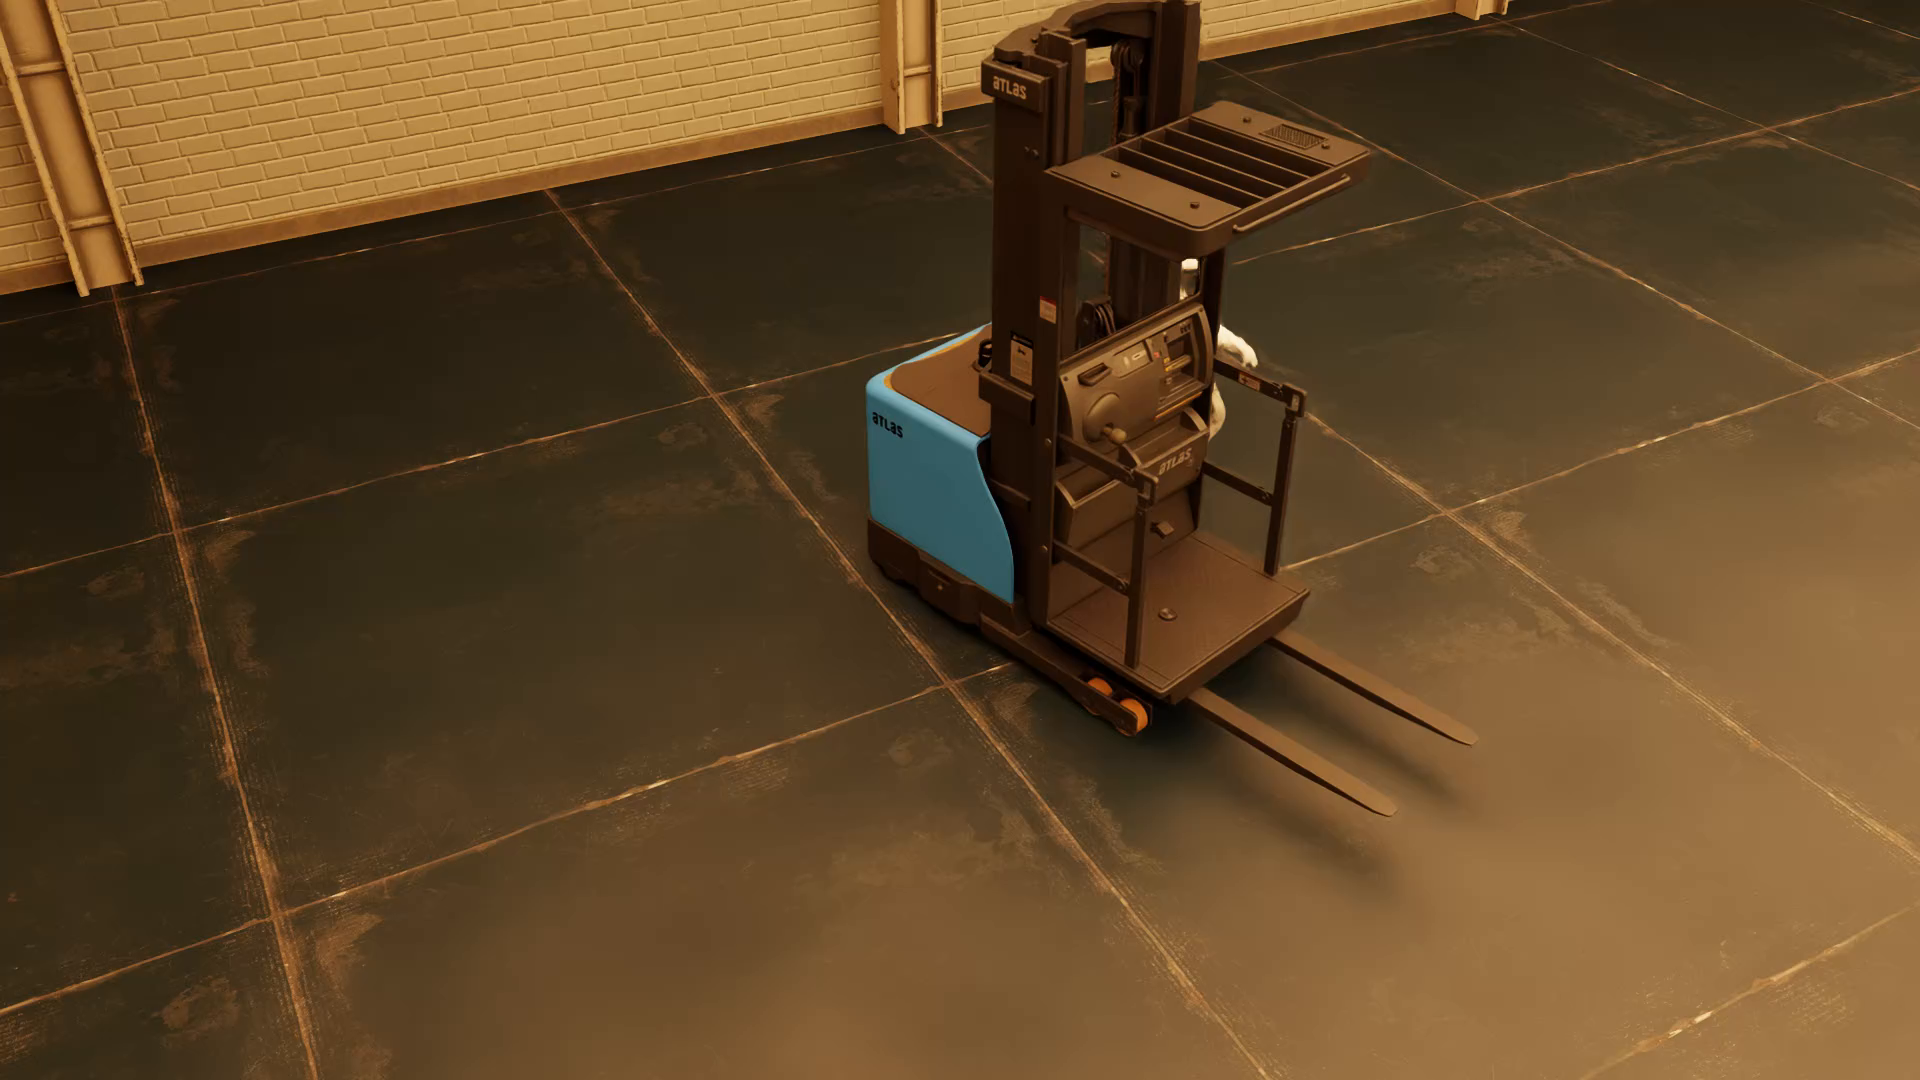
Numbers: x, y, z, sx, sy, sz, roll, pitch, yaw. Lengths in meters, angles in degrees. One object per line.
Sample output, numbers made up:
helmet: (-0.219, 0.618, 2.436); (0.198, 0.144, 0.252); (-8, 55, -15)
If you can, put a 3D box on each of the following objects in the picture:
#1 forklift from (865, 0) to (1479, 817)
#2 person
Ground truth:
forklift: (0.919, -0.662, 7.059); (1.130, 2.935, 3.031); (-29, 45, -35)
person: (1.156, -0.950, 8.723); (0.810, 1.532, 0.826); (29, 44, 34)
